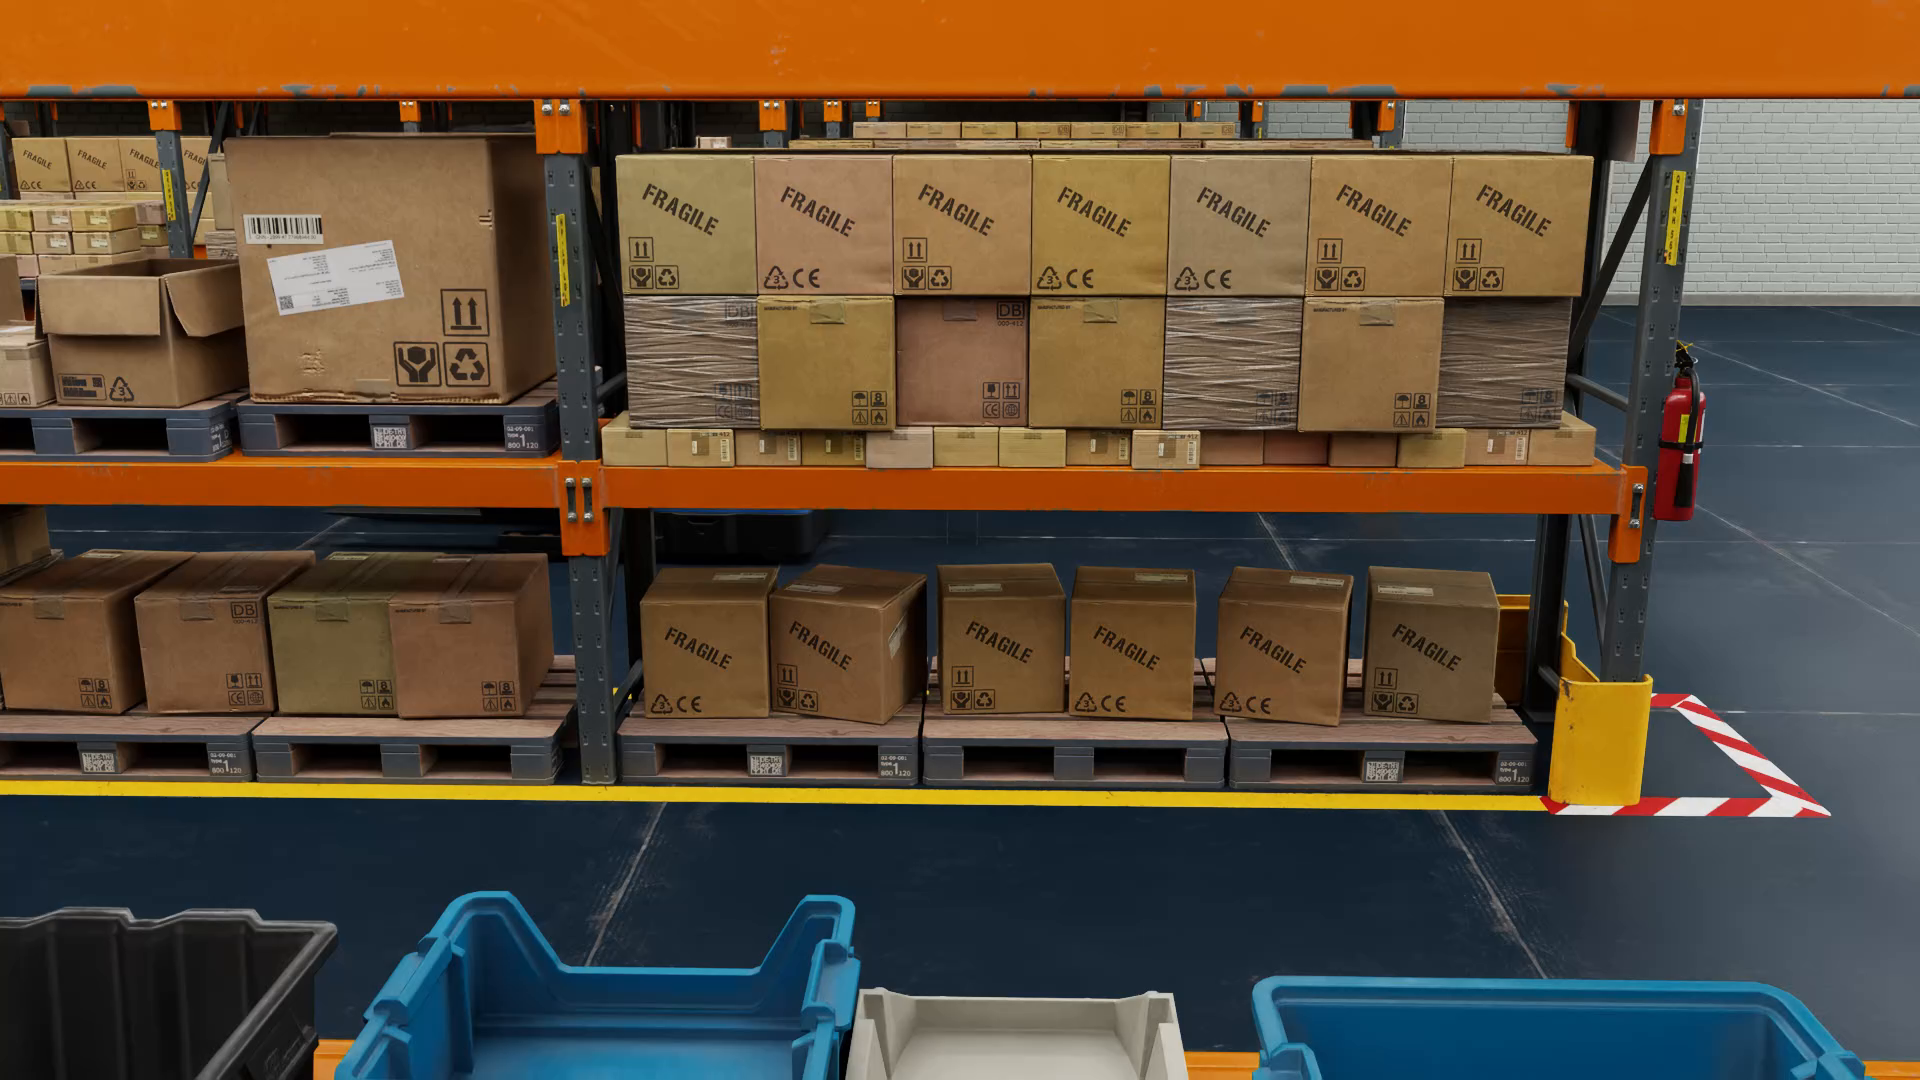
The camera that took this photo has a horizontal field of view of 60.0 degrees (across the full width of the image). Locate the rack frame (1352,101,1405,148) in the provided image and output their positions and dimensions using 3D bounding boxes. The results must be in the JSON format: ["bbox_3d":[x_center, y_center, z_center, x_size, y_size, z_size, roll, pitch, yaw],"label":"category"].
[{"bbox_3d":[2.797,-1.835,11.413,0.127,3.000,1.000,0,15,1],"label":"rack frame"}]

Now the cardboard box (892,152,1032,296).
[{"bbox_3d":[0.013,-1.198,6.261,0.500,0.500,0.500,0,15,1],"label":"cardboard box"}]

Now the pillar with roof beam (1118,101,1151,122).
[{"bbox_3d":[2.162,-6.401,16.960,0.400,9.000,9.100,0,15,1],"label":"pillar with roof beam"}]

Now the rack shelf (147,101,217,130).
[{"bbox_3d":[-7.200,-3.002,11.369,4.000,0.370,1.077,0,15,1],"label":"rack shelf"}]

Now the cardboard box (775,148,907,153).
[{"bbox_3d":[-0.473,-1.336,6.786,0.500,0.500,0.500,0,15,1],"label":"cardboard box"}]

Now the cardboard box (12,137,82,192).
[{"bbox_3d":[-8.742,-3.631,16.068,0.500,0.500,0.500,1,15,2],"label":"cardboard box"}]

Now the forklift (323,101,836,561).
[{"bbox_3d":[-2.338,-1.425,9.995,3.031,2.935,1.130,1,15,4],"label":"forklift"}]

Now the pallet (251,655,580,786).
[{"bbox_3d":[-2.208,0.747,7.094,1.213,0.211,1.003,0,15,1],"label":"pallet"}]

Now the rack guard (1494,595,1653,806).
[{"bbox_3d":[2.493,0.638,6.942,0.348,0.500,1.175,0,15,1],"label":"rack guard"}]

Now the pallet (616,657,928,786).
[{"bbox_3d":[-0.758,0.747,7.094,1.213,0.211,1.003,0,15,1],"label":"pallet"}]

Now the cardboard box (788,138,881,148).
[{"bbox_3d":[-0.834,-2.444,11.313,0.550,0.550,0.875,0,15,1],"label":"cardboard box"}]

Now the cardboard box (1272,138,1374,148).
[{"bbox_3d":[2.427,-2.441,11.303,0.550,0.550,0.875,0,15,1],"label":"cardboard box"}]

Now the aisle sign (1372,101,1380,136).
[{"bbox_3d":[2.875,-3.168,11.370,0.004,0.787,0.394,0,15,1],"label":"aisle sign"}]

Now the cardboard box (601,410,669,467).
[{"bbox_3d":[-1.223,-0.397,6.456,0.250,0.149,0.380,0,15,1],"label":"cardboard box"}]

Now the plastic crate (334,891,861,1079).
[{"bbox_3d":[-0.443,0.677,2.187,0.616,0.251,0.499,0,15,1],"label":"plastic crate"}]

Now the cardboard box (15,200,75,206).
[{"bbox_3d":[-6.436,-2.314,11.734,0.250,0.149,0.380,0,15,-1],"label":"cardboard box"}]

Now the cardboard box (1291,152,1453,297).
[{"bbox_3d":[1.513,-1.188,6.225,0.500,0.500,0.500,0,15,1],"label":"cardboard box"}]

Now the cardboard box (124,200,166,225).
[{"bbox_3d":[-5.662,-2.308,11.712,0.250,0.149,0.380,0,15,2],"label":"cardboard box"}]

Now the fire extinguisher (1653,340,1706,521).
[{"bbox_3d":[2.672,-0.415,6.183,0.183,0.674,0.296,0,15,1],"label":"fire extinguisher"}]

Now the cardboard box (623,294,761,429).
[{"bbox_3d":[-0.982,-0.770,6.599,0.500,0.500,0.875,0,15,1],"label":"cardboard box"}]

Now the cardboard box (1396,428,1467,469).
[{"bbox_3d":[1.778,-0.388,6.424,0.250,0.149,0.380,0,15,1],"label":"cardboard box"}]

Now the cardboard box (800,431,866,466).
[{"bbox_3d":[-0.472,-0.398,6.461,0.250,0.149,0.380,0,15,1],"label":"cardboard box"}]

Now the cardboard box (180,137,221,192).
[{"bbox_3d":[-7.214,-3.629,16.061,0.500,0.500,0.500,0,15,1],"label":"cardboard box"}]

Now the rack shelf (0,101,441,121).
[{"bbox_3d":[-7.175,-4.265,16.157,4.000,0.370,1.077,0,15,1],"label":"rack shelf"}]

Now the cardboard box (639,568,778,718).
[{"bbox_3d":[-1.031,0.422,6.937,0.500,0.500,0.500,0,15,0],"label":"cardboard box"}]

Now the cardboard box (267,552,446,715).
[{"bbox_3d":[-2.519,0.382,7.049,0.500,0.500,0.700,0,15,1],"label":"cardboard box"}]

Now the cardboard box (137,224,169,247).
[{"bbox_3d":[-5.679,-2.166,11.757,0.250,0.149,0.380,1,15,4],"label":"cardboard box"}]

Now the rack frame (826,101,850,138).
[{"bbox_3d":[-1.177,-3.124,16.299,0.127,3.000,1.000,0,15,1],"label":"rack frame"}]

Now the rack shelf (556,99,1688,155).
[{"bbox_3d":[0.570,-1.686,6.380,4.000,0.370,1.077,0,15,1],"label":"rack shelf"}]

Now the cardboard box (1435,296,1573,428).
[{"bbox_3d":[2.020,-0.773,6.611,0.500,0.500,0.875,0,15,1],"label":"cardboard box"}]

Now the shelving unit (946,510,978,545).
[{"bbox_3d":[0.014,-0.580,10.187,0.189,1.200,0.258,0,15,1],"label":"shelving unit"}]

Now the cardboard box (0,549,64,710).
[{"bbox_3d":[-4.203,0.373,7.083,0.500,0.500,0.700,-1,15,-3],"label":"cardboard box"}]

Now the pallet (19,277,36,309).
[{"bbox_3d":[-5.916,-1.771,11.550,1.003,0.211,1.213,0,15,1],"label":"pallet"}]

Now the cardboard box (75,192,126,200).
[{"bbox_3d":[-8.219,-3.274,16.183,0.500,0.250,0.500,1,15,2],"label":"cardboard box"}]

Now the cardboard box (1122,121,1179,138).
[{"bbox_3d":[1.800,-3.726,15.844,0.500,0.500,0.700,1,15,2],"label":"cardboard box"}]

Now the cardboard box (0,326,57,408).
[{"bbox_3d":[-3.759,-0.683,6.521,0.500,0.250,0.500,0,15,0],"label":"cardboard box"}]

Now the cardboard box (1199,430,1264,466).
[{"bbox_3d":[1.029,-0.402,6.476,0.250,0.149,0.380,0,15,1],"label":"cardboard box"}]

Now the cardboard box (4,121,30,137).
[{"bbox_3d":[-9.483,-4.089,16.532,0.250,0.149,0.380,0,15,1],"label":"cardboard box"}]

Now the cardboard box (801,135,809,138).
[{"bbox_3d":[-1.638,-3.926,16.466,0.250,0.149,0.380,0,15,1],"label":"cardboard box"}]

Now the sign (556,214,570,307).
[{"bbox_3d":[-1.440,-1.015,6.036,0.005,0.325,0.100,0,15,1],"label":"sign"}]

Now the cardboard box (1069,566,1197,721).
[{"bbox_3d":[0.721,0.423,6.934,0.500,0.500,0.500,2,15,7],"label":"cardboard box"}]

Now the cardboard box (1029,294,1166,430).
[{"bbox_3d":[0.519,-0.766,6.585,0.500,0.500,0.875,0,15,1],"label":"cardboard box"}]

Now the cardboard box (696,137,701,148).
[{"bbox_3d":[-2.608,-3.775,15.894,0.250,0.149,0.380,0,15,-1],"label":"cardboard box"}]

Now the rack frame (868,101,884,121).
[{"bbox_3d":[-1.054,-4.389,21.097,0.127,3.000,1.000,0,15,1],"label":"rack frame"}]

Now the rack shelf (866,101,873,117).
[{"bbox_3d":[-3.053,-5.505,20.856,4.000,0.370,1.077,0,15,1],"label":"rack shelf"}]

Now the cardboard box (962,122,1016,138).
[{"bbox_3d":[0.269,-3.722,15.828,0.500,0.500,0.700,0,15,0],"label":"cardboard box"}]

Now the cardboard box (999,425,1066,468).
[{"bbox_3d":[0.277,-0.390,6.432,0.250,0.149,0.380,0,15,1],"label":"cardboard box"}]

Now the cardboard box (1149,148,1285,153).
[{"bbox_3d":[1.027,-1.327,6.750,0.500,0.500,0.500,0,15,1],"label":"cardboard box"}]

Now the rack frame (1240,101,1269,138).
[{"bbox_3d":[2.822,-3.098,16.201,0.127,3.000,1.000,0,15,1],"label":"rack frame"}]

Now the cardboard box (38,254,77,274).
[{"bbox_3d":[-5.954,-1.856,11.165,0.250,0.149,0.380,0,15,1],"label":"cardboard box"}]

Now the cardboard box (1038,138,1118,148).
[{"bbox_3d":[0.785,-2.430,11.260,0.500,0.550,0.875,0,15,1],"label":"cardboard box"}]

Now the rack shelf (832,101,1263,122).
[{"bbox_3d":[0.823,-4.213,15.959,4.000,0.370,1.077,0,15,1],"label":"rack shelf"}]

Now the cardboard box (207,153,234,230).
[{"bbox_3d":[-4.752,-2.413,11.450,0.500,0.500,0.700,0,15,1],"label":"cardboard box"}]

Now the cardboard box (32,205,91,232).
[{"bbox_3d":[-5.953,-2.144,11.091,0.250,0.149,0.380,0,15,1],"label":"cardboard box"}]

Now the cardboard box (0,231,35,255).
[{"bbox_3d":[-6.236,-2.002,11.132,0.250,0.149,0.380,1,15,3],"label":"cardboard box"}]

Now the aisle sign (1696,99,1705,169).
[{"bbox_3d":[2.623,-1.750,5.998,0.004,0.787,0.394,0,15,1],"label":"aisle sign"}]
